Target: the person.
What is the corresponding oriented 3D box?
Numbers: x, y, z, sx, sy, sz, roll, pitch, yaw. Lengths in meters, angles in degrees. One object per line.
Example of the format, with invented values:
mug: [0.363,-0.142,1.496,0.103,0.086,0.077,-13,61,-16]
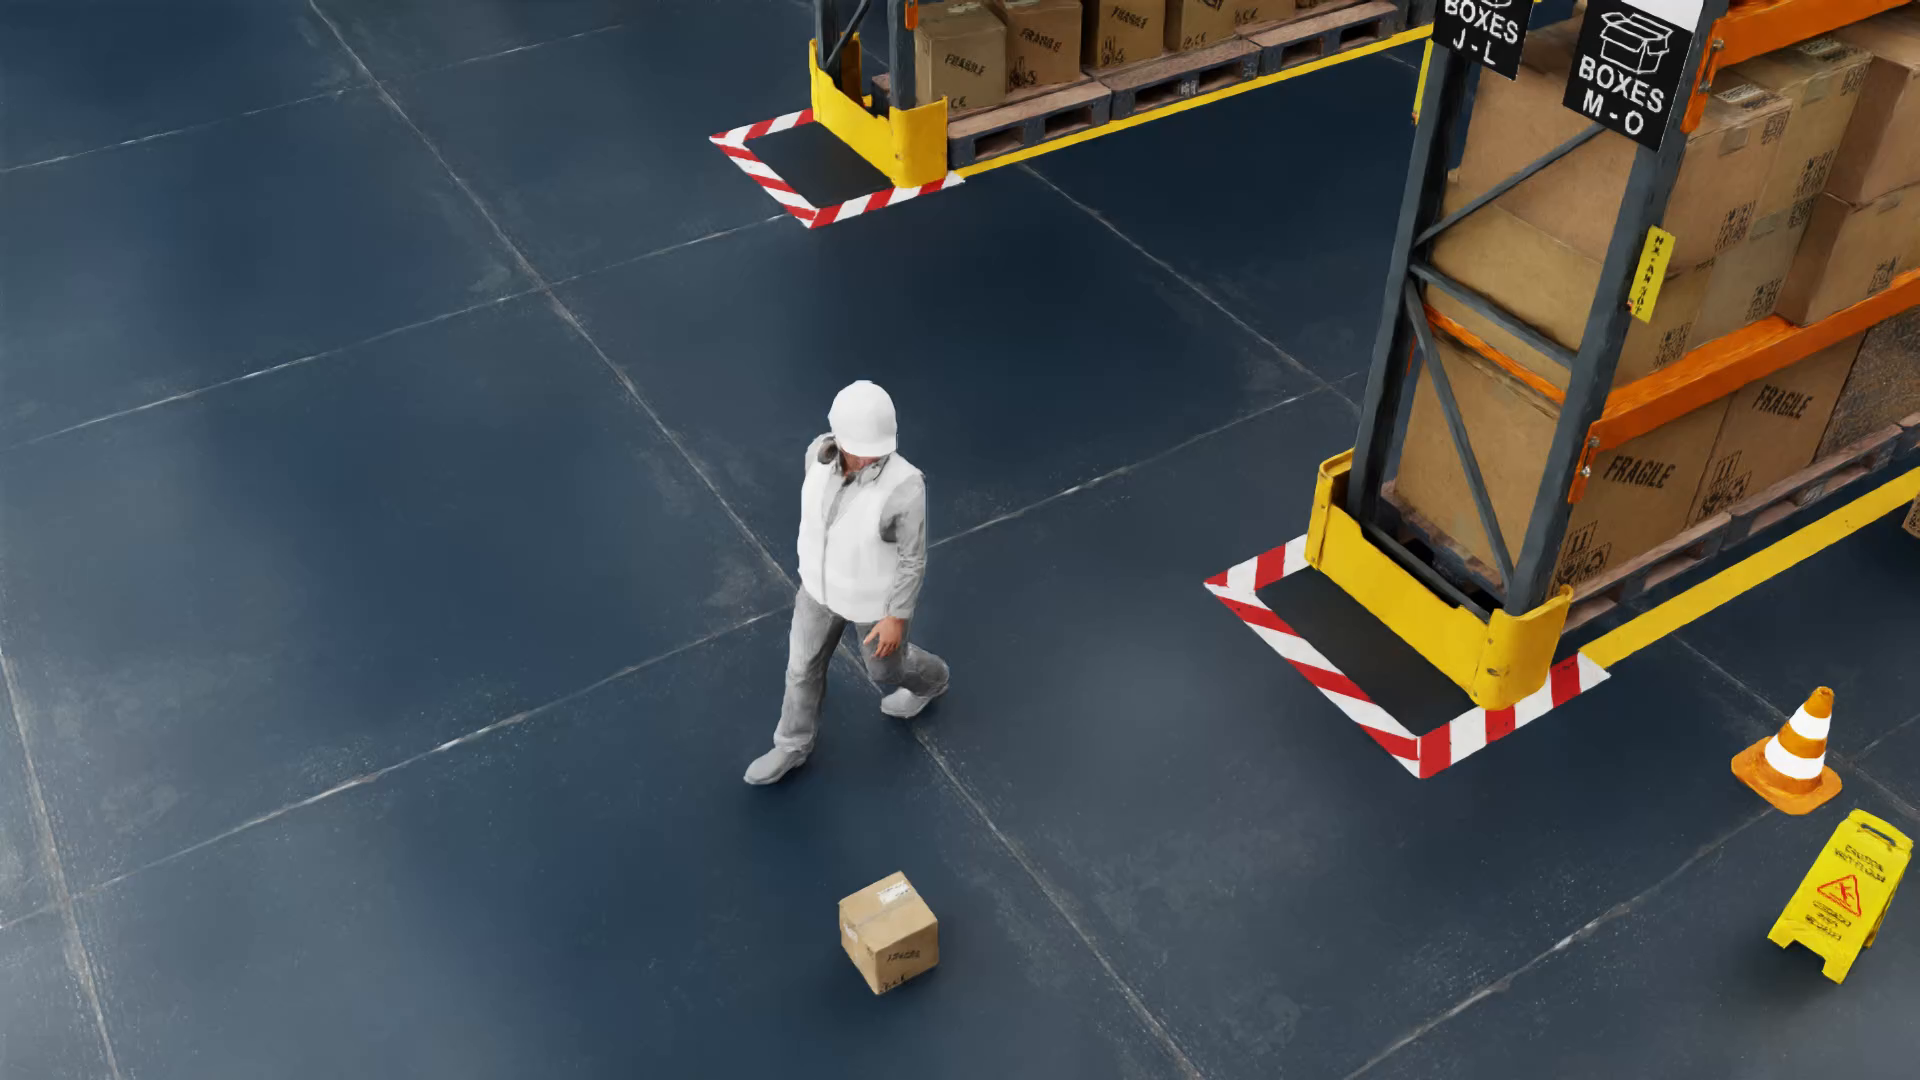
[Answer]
person: [-0.382,0.162,5.958,0.589,1.741,0.891,26,47,27]
